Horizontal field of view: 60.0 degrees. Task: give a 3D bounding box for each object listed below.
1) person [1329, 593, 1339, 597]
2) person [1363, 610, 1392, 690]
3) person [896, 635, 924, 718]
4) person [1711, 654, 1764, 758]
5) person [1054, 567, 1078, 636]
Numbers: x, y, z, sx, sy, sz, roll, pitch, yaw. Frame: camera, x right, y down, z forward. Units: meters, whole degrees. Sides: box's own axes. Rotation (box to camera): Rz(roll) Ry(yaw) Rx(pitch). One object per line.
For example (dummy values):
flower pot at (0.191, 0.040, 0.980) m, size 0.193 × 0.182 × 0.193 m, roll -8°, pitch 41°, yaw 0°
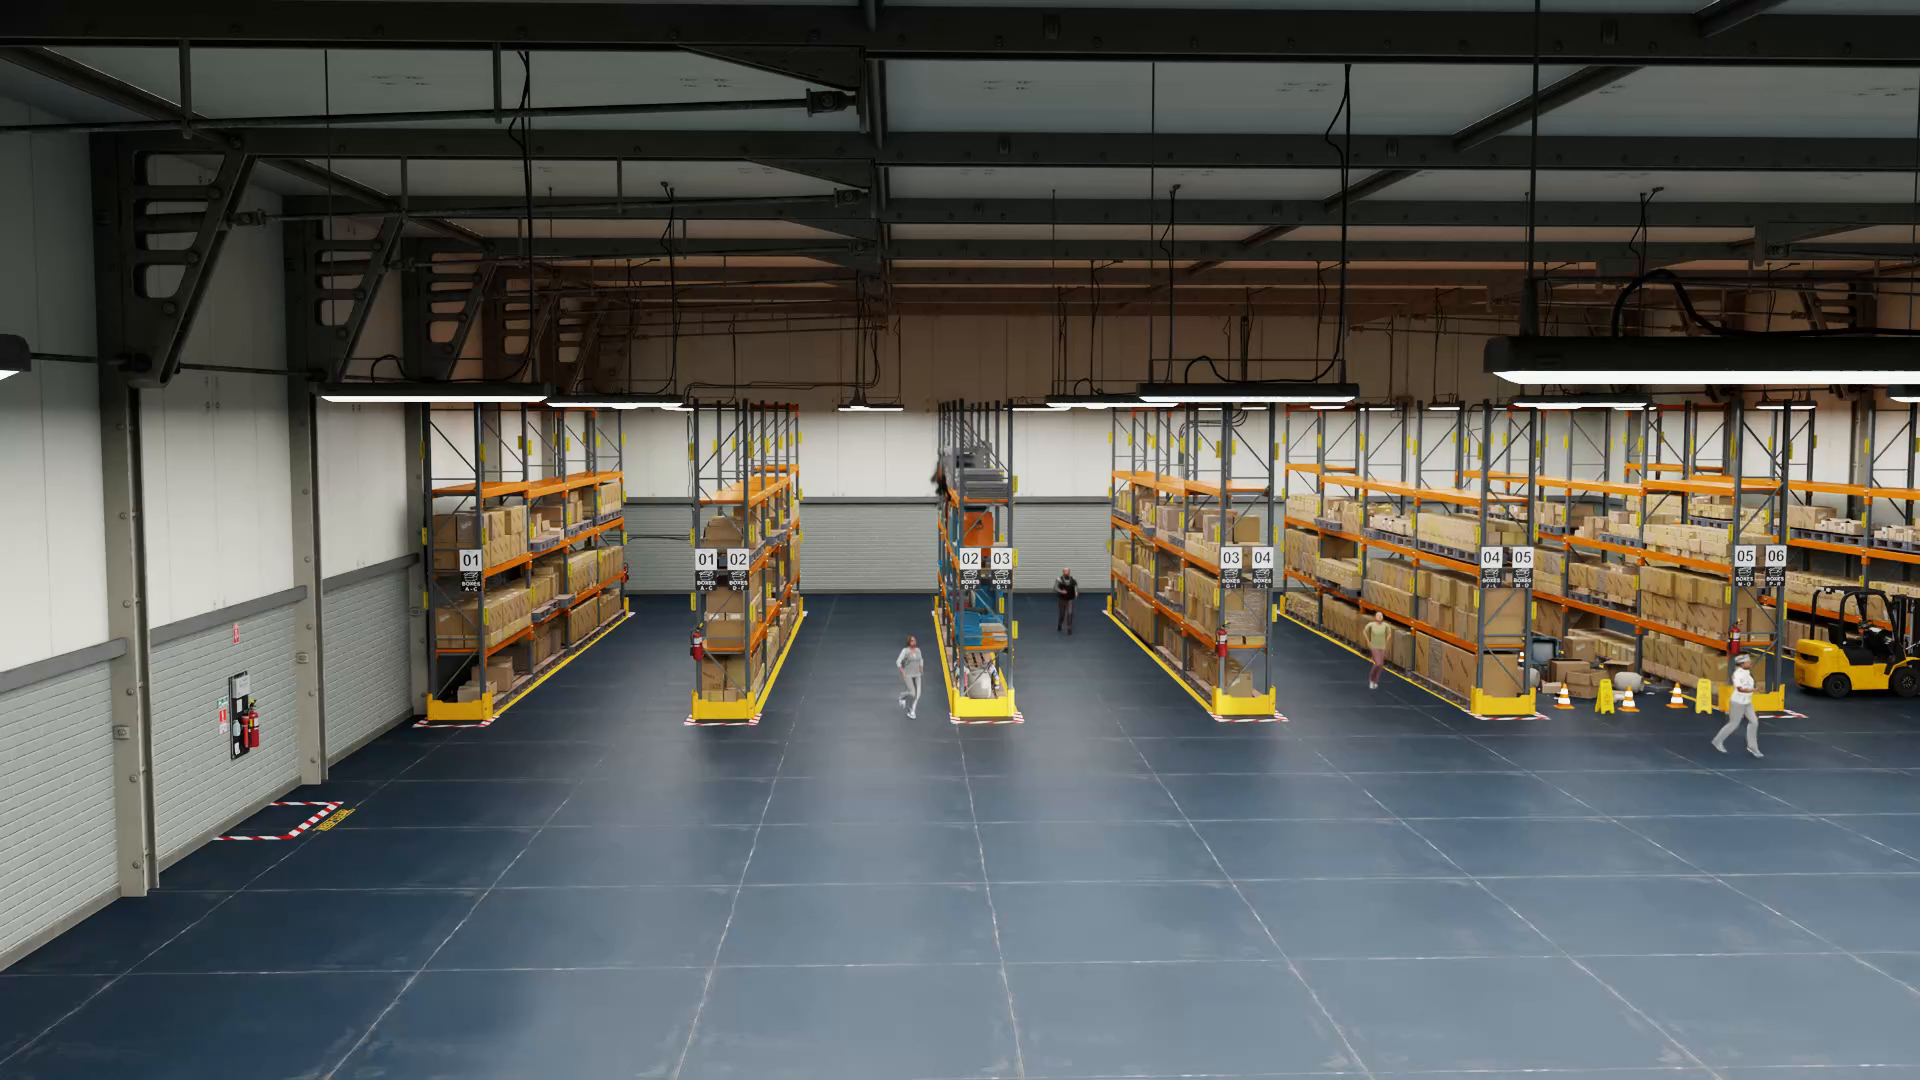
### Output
person at (10.850, 1.190, 48.435) m, size 0.710 × 1.777 × 0.674 m, roll -3°, pitch 6°, yaw -38°
person at (8.686, 2.282, 34.476) m, size 0.553 × 1.669 × 0.644 m, roll 0°, pitch 4°, yaw -4°
person at (-0.923, 2.574, 31.406) m, size 0.535 × 1.559 × 0.546 m, roll -2°, pitch 5°, yaw -29°
person at (13.037, 2.758, 27.827) m, size 0.805 × 1.741 × 0.603 m, roll 4°, pitch 6°, yaw 42°
person at (2.763, 1.573, 43.297) m, size 0.676 × 1.751 × 0.854 m, roll -1°, pitch 4°, yaw -9°
